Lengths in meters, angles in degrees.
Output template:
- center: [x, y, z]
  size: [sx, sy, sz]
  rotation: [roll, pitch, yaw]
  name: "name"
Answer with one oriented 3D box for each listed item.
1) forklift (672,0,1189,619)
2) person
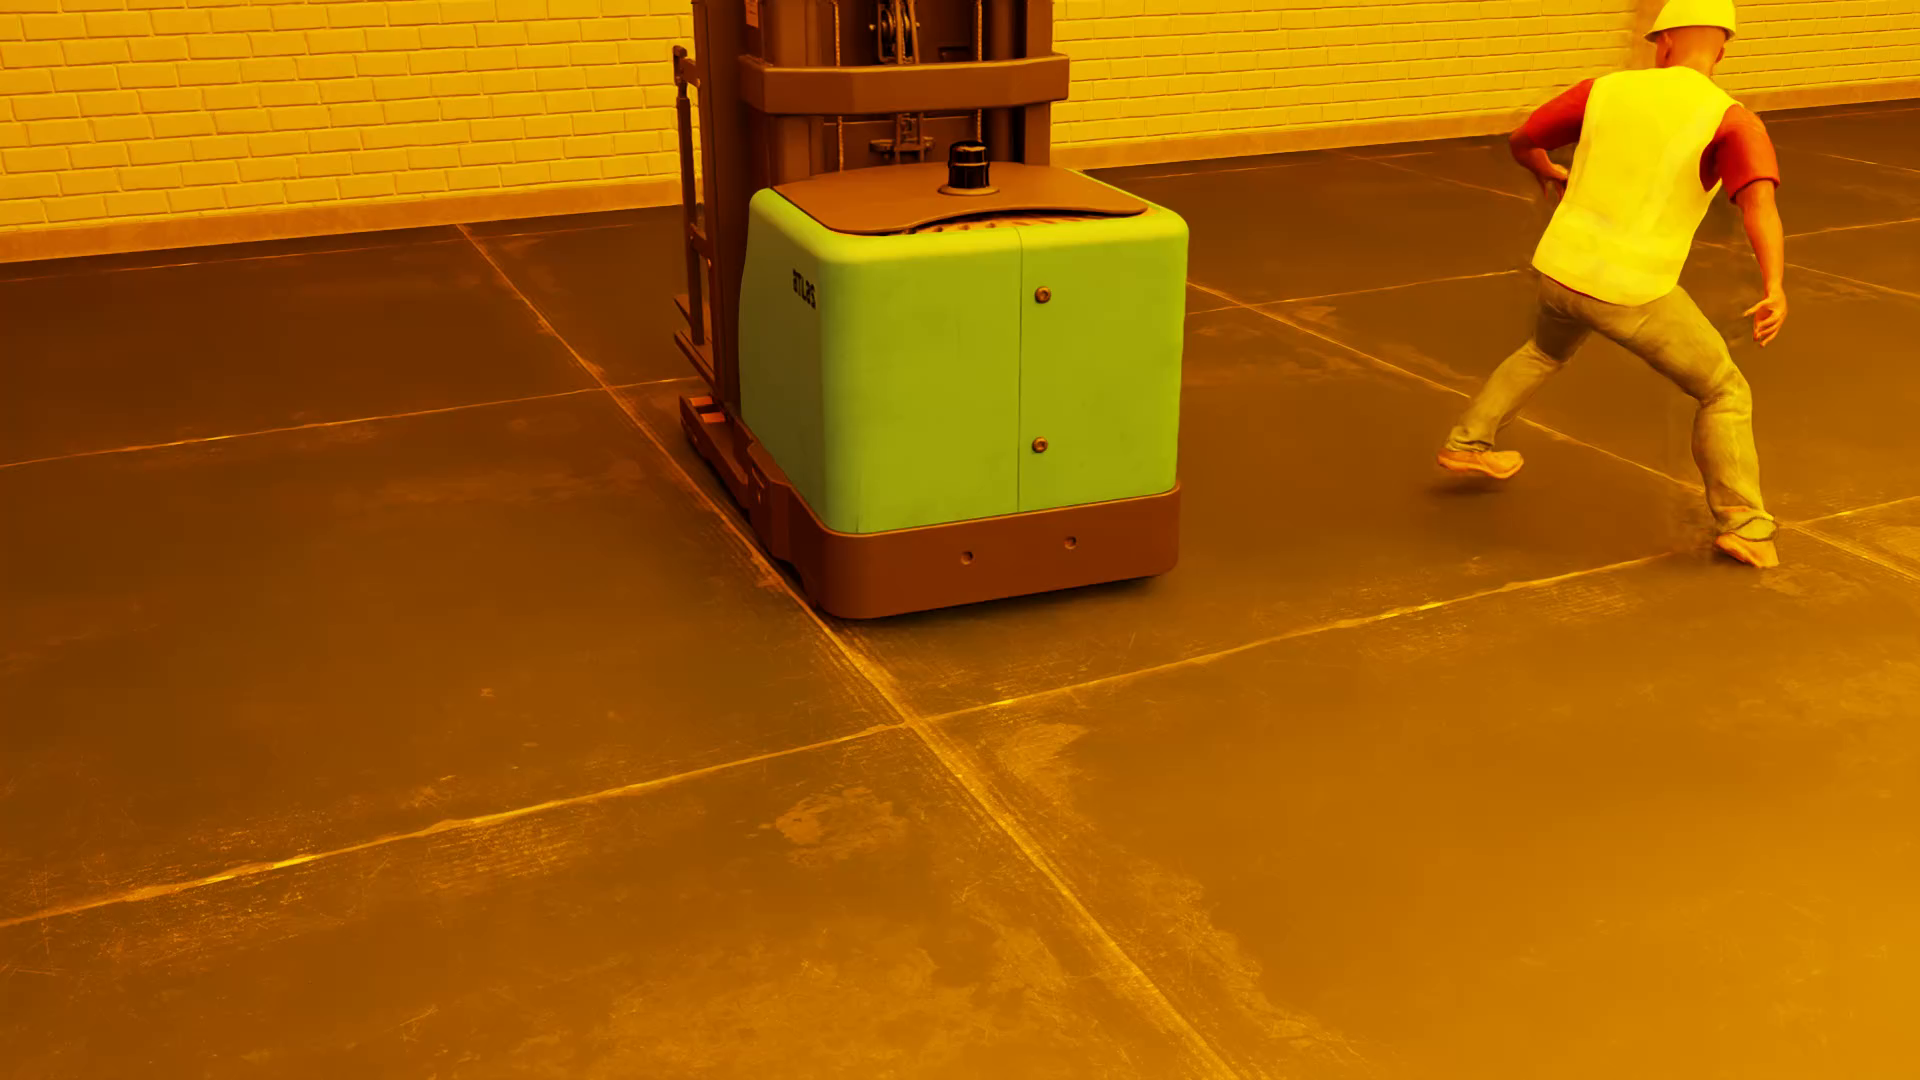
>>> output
- center: [-0.361, -1.679, 5.327]
  size: [1.130, 2.935, 3.031]
  rotation: [-8, 24, -19]
  name: "forklift"
- center: [2.030, -0.736, 4.948]
  size: [0.568, 1.723, 1.153]
  rotation: [-13, 26, -29]
  name: "person"
